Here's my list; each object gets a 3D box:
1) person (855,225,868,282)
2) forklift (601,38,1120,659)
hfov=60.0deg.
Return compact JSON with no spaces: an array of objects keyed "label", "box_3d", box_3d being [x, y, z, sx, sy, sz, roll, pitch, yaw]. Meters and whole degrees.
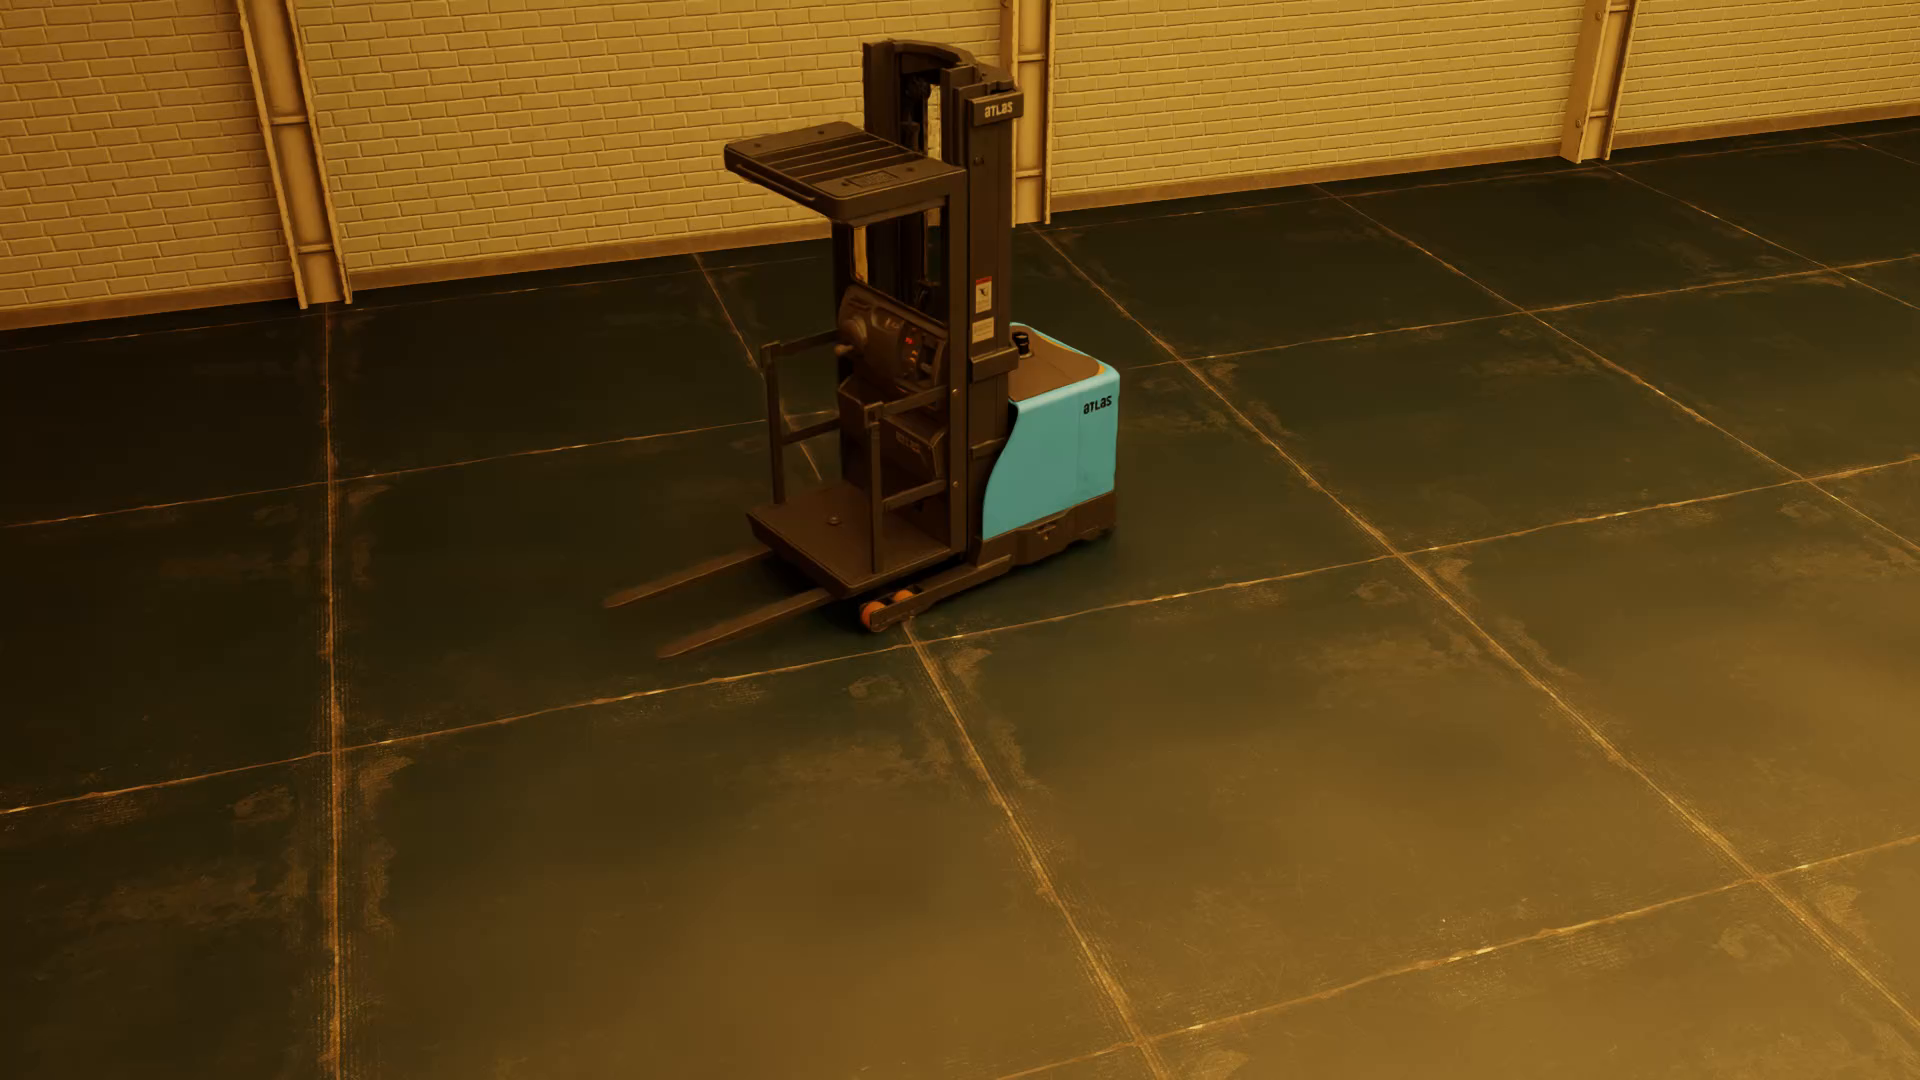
[{"label":"person","box_3d":[-0.503,-1.899,11.893,0.691,1.463,0.674,22,37,33]},{"label":"forklift","box_3d":[-0.540,-1.061,8.932,3.031,2.935,1.130,-21,36,-32]}]
